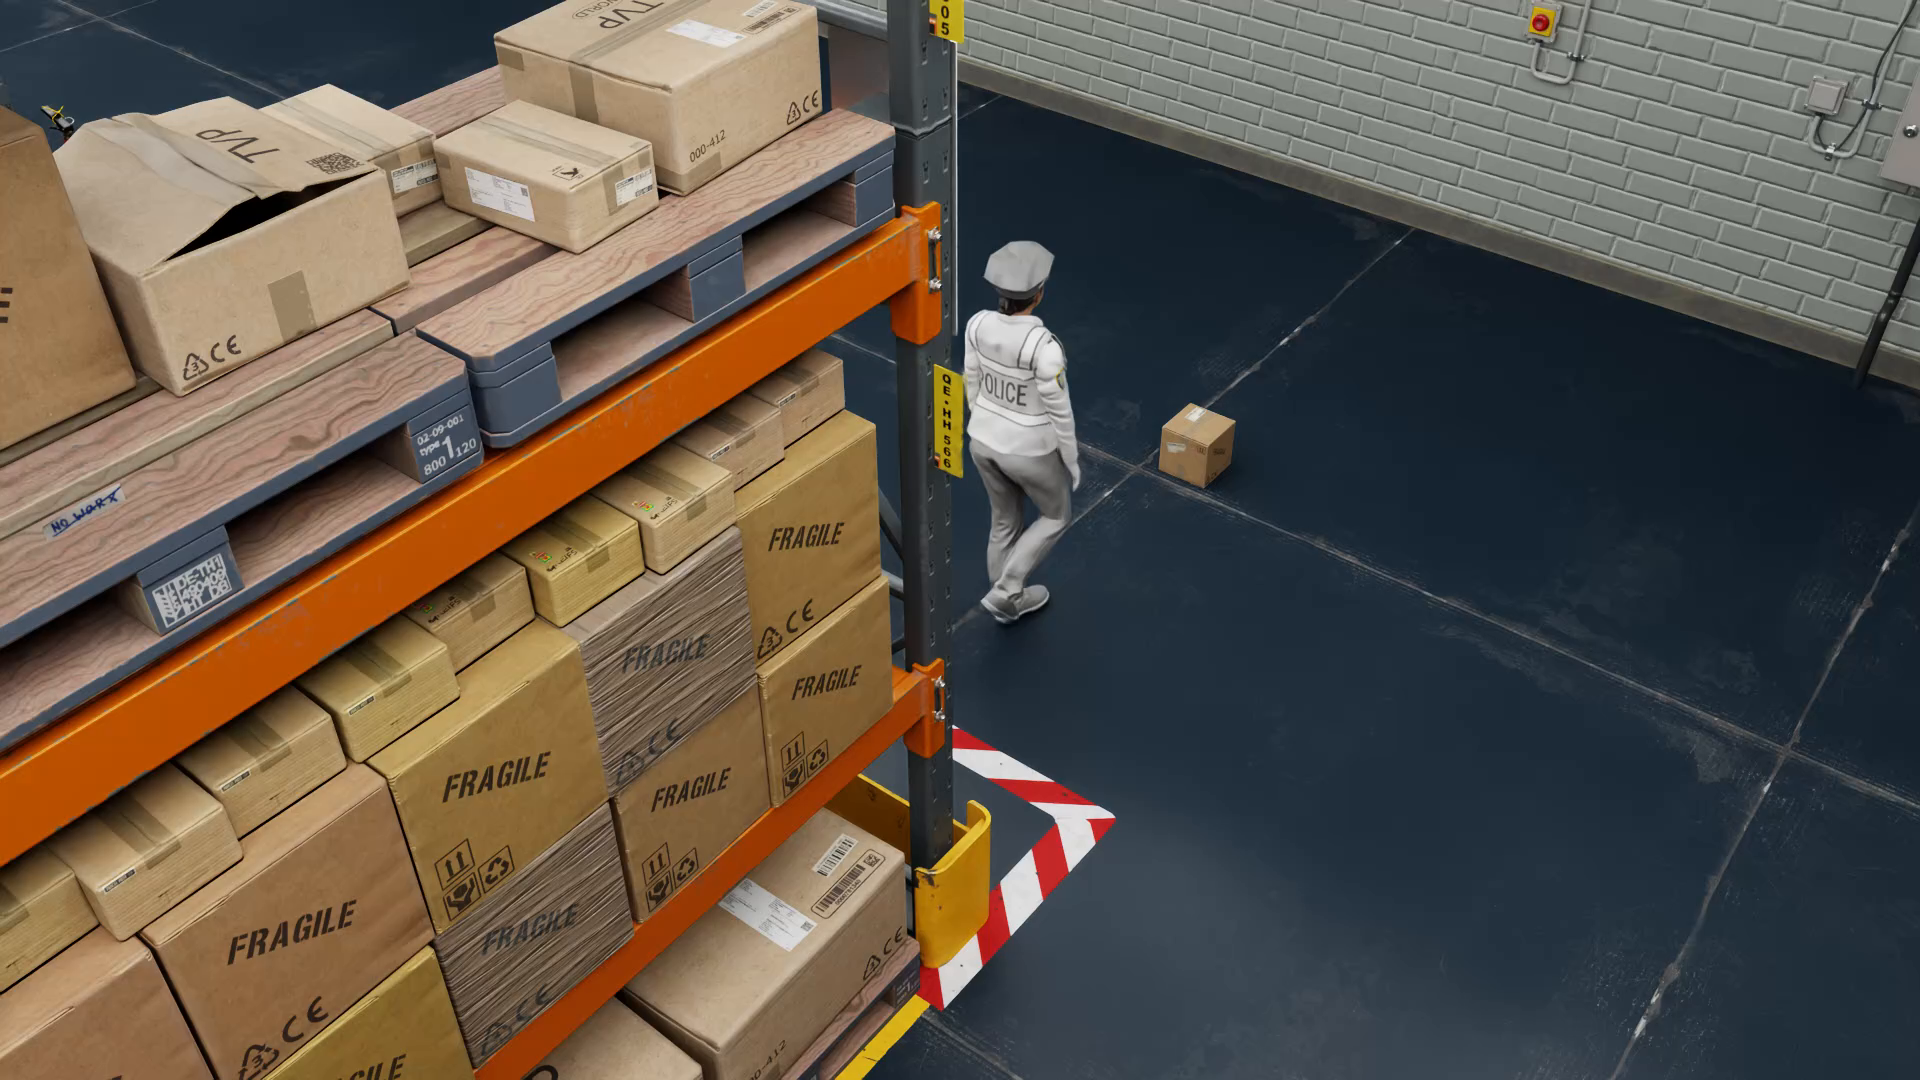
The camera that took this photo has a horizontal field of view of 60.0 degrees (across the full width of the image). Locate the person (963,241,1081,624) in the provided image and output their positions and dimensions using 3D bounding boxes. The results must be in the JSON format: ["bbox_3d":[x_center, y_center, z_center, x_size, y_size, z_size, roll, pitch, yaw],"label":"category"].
[{"bbox_3d":[0.173,-0.347,6.543,0.538,1.674,0.489,31,48,32],"label":"person"}]
